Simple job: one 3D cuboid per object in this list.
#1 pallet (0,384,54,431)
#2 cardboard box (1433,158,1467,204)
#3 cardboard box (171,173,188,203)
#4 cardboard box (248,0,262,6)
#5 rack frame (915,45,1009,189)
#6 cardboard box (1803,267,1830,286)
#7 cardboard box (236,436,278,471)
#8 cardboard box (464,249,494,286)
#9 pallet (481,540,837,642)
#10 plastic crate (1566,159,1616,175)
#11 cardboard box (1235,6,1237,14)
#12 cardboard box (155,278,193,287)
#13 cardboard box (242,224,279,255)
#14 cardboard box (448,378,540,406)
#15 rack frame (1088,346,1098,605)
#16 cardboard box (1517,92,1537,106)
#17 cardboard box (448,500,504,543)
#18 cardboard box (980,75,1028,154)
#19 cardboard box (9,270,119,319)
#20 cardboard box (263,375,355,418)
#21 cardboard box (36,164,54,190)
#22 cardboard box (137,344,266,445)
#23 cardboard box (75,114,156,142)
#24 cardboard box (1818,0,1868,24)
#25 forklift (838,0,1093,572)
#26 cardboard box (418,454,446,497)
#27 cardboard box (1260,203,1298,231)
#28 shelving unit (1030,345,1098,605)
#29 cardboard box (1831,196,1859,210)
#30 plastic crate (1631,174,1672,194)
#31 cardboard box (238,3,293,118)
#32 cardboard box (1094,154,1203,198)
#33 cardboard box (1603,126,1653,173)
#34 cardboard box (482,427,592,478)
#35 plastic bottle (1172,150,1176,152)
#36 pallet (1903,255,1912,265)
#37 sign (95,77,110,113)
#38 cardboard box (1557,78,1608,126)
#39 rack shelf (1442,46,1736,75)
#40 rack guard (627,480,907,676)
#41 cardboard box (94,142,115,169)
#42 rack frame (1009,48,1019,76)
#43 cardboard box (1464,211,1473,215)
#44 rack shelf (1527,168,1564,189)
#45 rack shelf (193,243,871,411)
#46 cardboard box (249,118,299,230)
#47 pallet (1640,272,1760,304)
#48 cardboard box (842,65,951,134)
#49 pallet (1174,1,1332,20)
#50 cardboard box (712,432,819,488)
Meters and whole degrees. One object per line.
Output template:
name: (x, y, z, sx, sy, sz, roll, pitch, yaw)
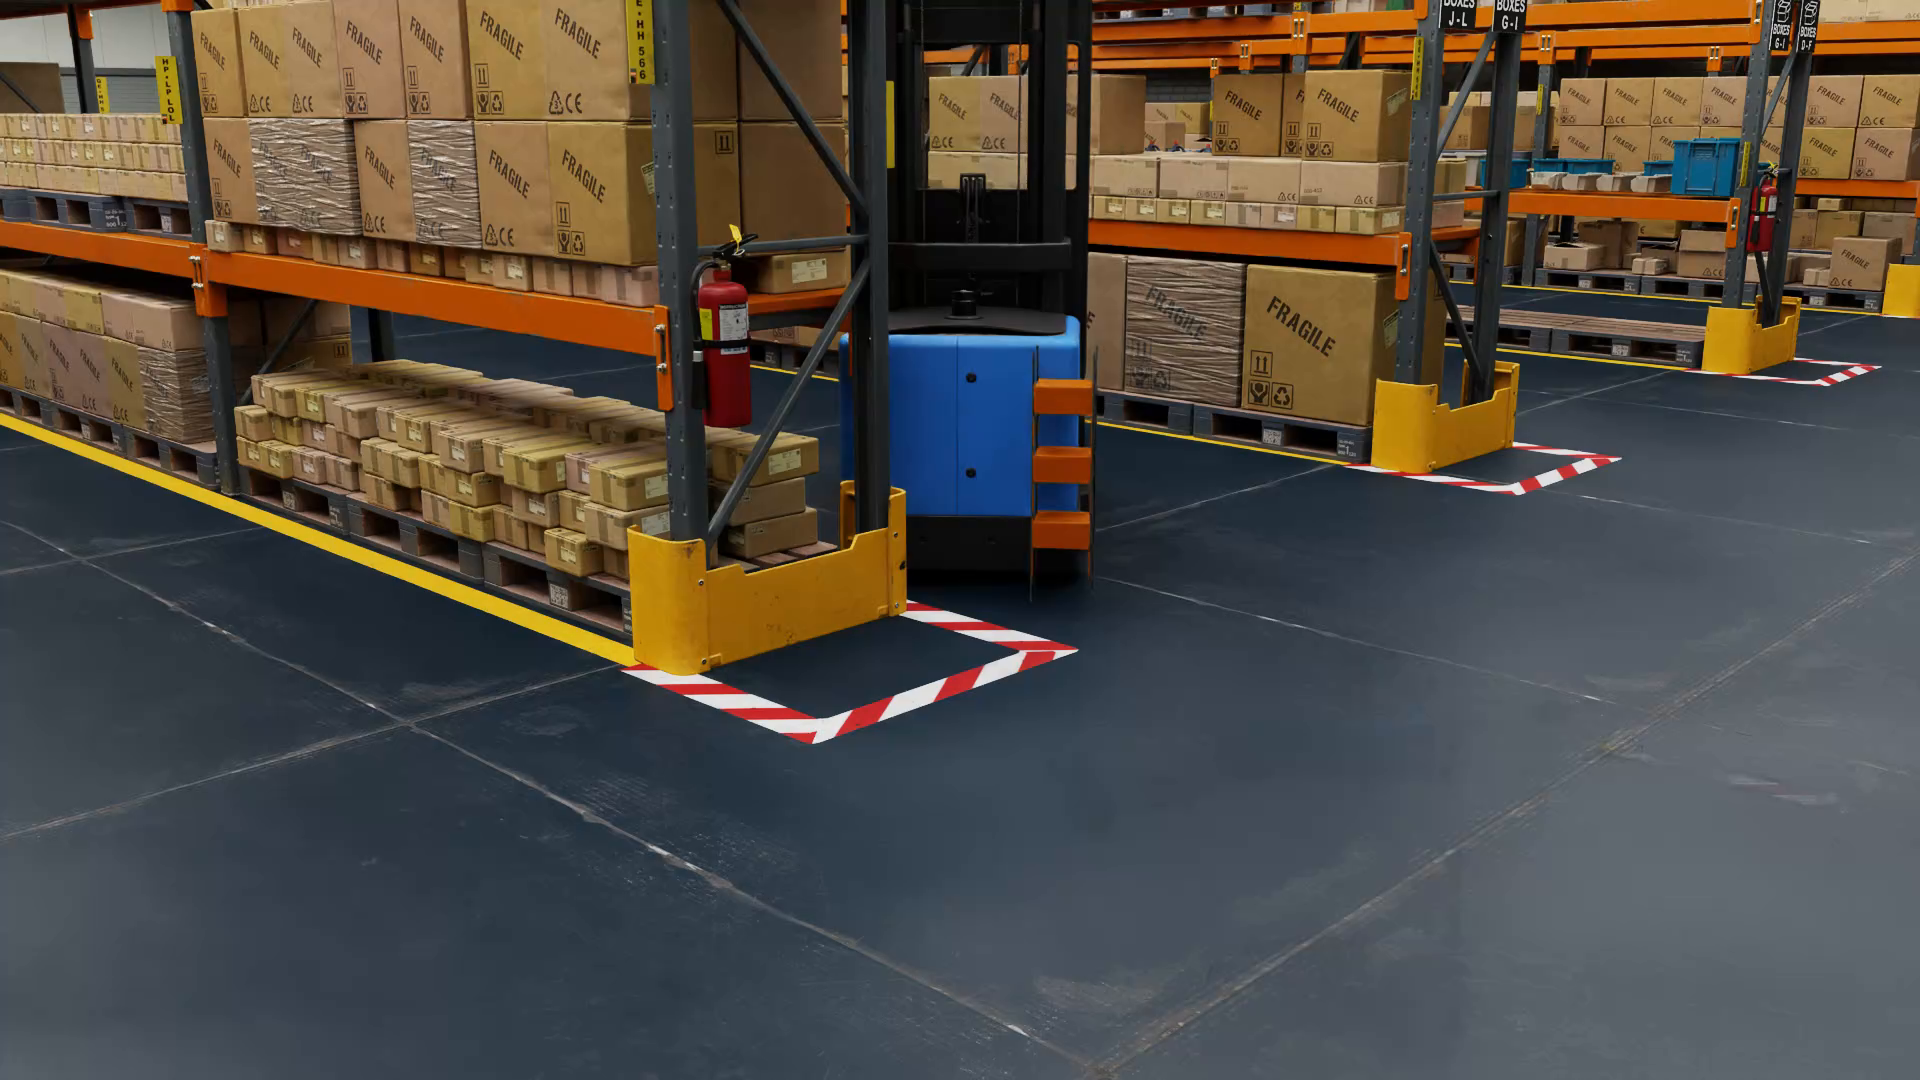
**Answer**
pallet: (-5.864, -0.987, 11.303, 1.213, 0.211, 1.003, 14, 20, 42)
cardboard box: (2.691, -2.161, 9.983, 0.500, 0.250, 0.500, 13, 19, 41)
cardboard box: (-3.969, -1.889, 8.898, 0.250, 0.149, 0.380, 13, 20, 41)
cardboard box: (-7.718, -6.004, 18.585, 0.250, 0.149, 0.380, 13, 19, 40)
rack frame: (-0.030, -2.656, 12.178, 0.127, 3.000, 1.000, 14, 20, 42)
cardboard box: (8.936, -2.733, 17.220, 0.250, 0.166, 0.380, 14, 20, 42)
cardboard box: (-3.507, -0.475, 8.629, 0.250, 0.149, 0.380, 13, 19, 40)
cardboard box: (-1.810, -1.141, 6.862, 0.250, 0.149, 0.380, 13, 19, 40)
pallet: (-1.281, 0.114, 7.077, 1.213, 0.211, 1.003, 14, 20, 42)
plastic crate: (5.390, -3.137, 14.235, 0.300, 0.233, 0.416, 14, 20, 42)
cardboard box: (3.603, -6.805, 21.617, 0.500, 0.250, 0.500, 12, 19, 38)
cardboard box: (-4.643, -1.490, 10.340, 0.500, 0.250, 0.500, -14, 20, -42)
cardboard box: (-3.331, -1.512, 8.282, 0.380, 0.149, 0.250, -14, 20, -43)
cardboard box: (-2.322, -0.700, 8.312, 0.250, 0.149, 0.380, 12, 19, 40)
rack frame: (0.549, -0.263, 6.861, 0.008, 1.050, 0.200, 2, 15, 7)
cardboard box: (8.303, -6.312, 23.891, 0.500, 0.250, 0.500, 14, 20, 43)
cardboard box: (-1.990, -0.114, 7.243, 0.250, 0.149, 0.380, 13, 19, 40)
cardboard box: (0.486, -2.873, 11.229, 0.500, 0.500, 0.500, 14, 20, 42)
cardboard box: (-5.732, -1.577, 10.673, 0.500, 0.250, 0.500, 13, 20, 42)
cardboard box: (-3.284, -0.729, 8.420, 0.380, 0.149, 0.250, -13, 20, -41)
cardboard box: (-5.467, -2.253, 10.297, 0.380, 0.149, 0.250, -14, 20, -42)
cardboard box: (-4.253, -0.851, 9.375, 0.500, 0.500, 0.500, 13, 20, 41)
cardboard box: (-4.908, -2.406, 9.704, 0.250, 0.149, 0.380, 13, 19, 40)
cardboard box: (8.823, -5.264, 16.535, 0.500, 0.250, 0.500, 14, 20, 42)
forklift: (0.094, -1.599, 8.257, 1.130, 2.935, 3.031, 1, 15, 4)
cardboard box: (-2.173, -0.309, 7.401, 0.380, 0.149, 0.250, -13, 20, -41)
cardboard box: (1.995, -1.927, 9.877, 0.250, 0.149, 0.380, 14, 20, 42)
shelving unit: (0.428, -0.267, 6.877, 0.252, 1.050, 0.215, 2, 15, 7)
cardboard box: (11.537, -4.391, 21.673, 0.250, 0.149, 0.380, 14, 20, 43)
plastic crate: (5.574, -2.867, 13.389, 0.243, 0.136, 0.396, 14, 20, 42)
cardboard box: (-3.006, -2.239, 7.804, 0.500, 0.500, 0.500, 13, 19, 41)
cardboard box: (1.207, -2.333, 10.643, 0.500, 0.250, 0.500, 14, 20, 42)
cardboard box: (7.397, -4.275, 18.190, 0.500, 0.500, 0.500, 14, 20, 43)
cardboard box: (-1.781, -0.365, 7.027, 0.250, 0.149, 0.380, 13, 19, 40)
plastic bottle: (2.201, -3.879, 17.126, 0.097, 0.271, 0.097, 0, 15, 0)
pallet: (12.534, -3.430, 20.677, 1.213, 0.211, 1.003, 14, 20, 42)
sign: (-6.055, -3.096, 11.726, 0.005, 0.325, 0.100, 14, 20, 42)
cardboard box: (6.992, -4.853, 18.425, 0.500, 0.500, 0.500, -14, 20, -43)
rack shelf: (8.844, -6.807, 23.586, 4.000, 0.370, 1.077, 14, 20, 42)
rack guard: (-0.721, 0.123, 6.470, 0.348, 0.500, 1.175, 14, 20, 42)
cardboard box: (-4.723, -2.216, 9.563, 0.250, 0.149, 0.380, 12, 19, 39)
rack frame: (1.089, -5.854, 24.450, 0.127, 3.000, 1.000, 14, 20, 42)
cardboard box: (5.949, -4.124, 20.408, 0.500, 0.250, 0.500, 14, 20, 42)
rack shelf: (5.409, -4.456, 20.511, 4.000, 0.370, 1.077, 14, 20, 42)
rack shelf: (-2.106, -1.076, 7.538, 4.000, 0.370, 1.077, 14, 20, 42)
cardboard box: (-3.003, -1.748, 7.905, 0.500, 0.500, 0.500, 14, 20, 42)
pallet: (8.225, -2.770, 18.147, 1.213, 0.211, 1.003, 14, 20, 42)
cardboard box: (-0.496, -3.301, 12.462, 0.637, 0.503, 0.797, 13, 19, 41)
pallet: (2.775, -5.035, 15.733, 1.003, 0.211, 1.213, 14, 20, 42)
cardboard box: (-0.808, -0.339, 6.924, 0.250, 0.149, 0.380, 13, 19, 40)
